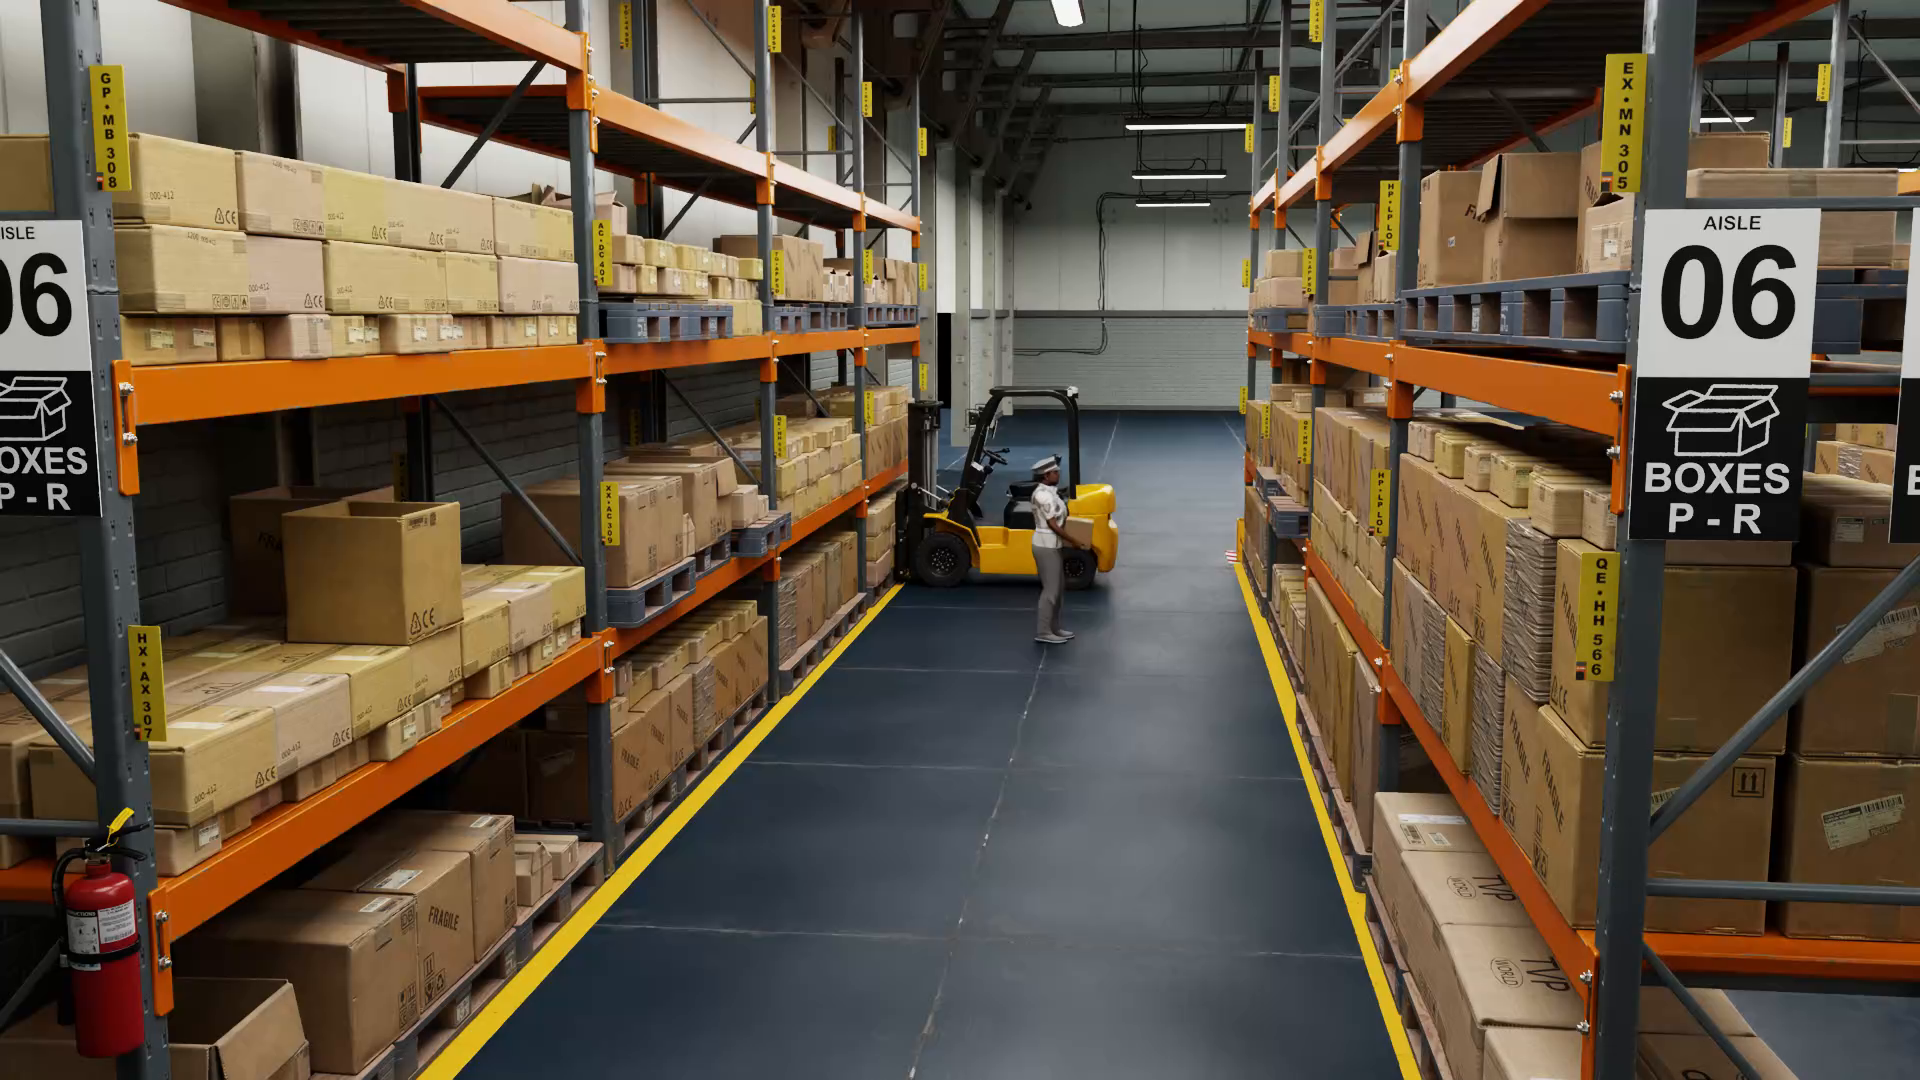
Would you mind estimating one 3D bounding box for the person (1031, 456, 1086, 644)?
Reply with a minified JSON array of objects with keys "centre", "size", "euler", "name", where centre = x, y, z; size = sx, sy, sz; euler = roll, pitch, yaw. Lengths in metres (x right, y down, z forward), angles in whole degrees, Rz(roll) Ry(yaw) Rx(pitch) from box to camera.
[{"centre":[0.894,0.082,15.108],"size":[0.510,1.691,0.449],"euler":[1,8,7],"name":"person"}]
